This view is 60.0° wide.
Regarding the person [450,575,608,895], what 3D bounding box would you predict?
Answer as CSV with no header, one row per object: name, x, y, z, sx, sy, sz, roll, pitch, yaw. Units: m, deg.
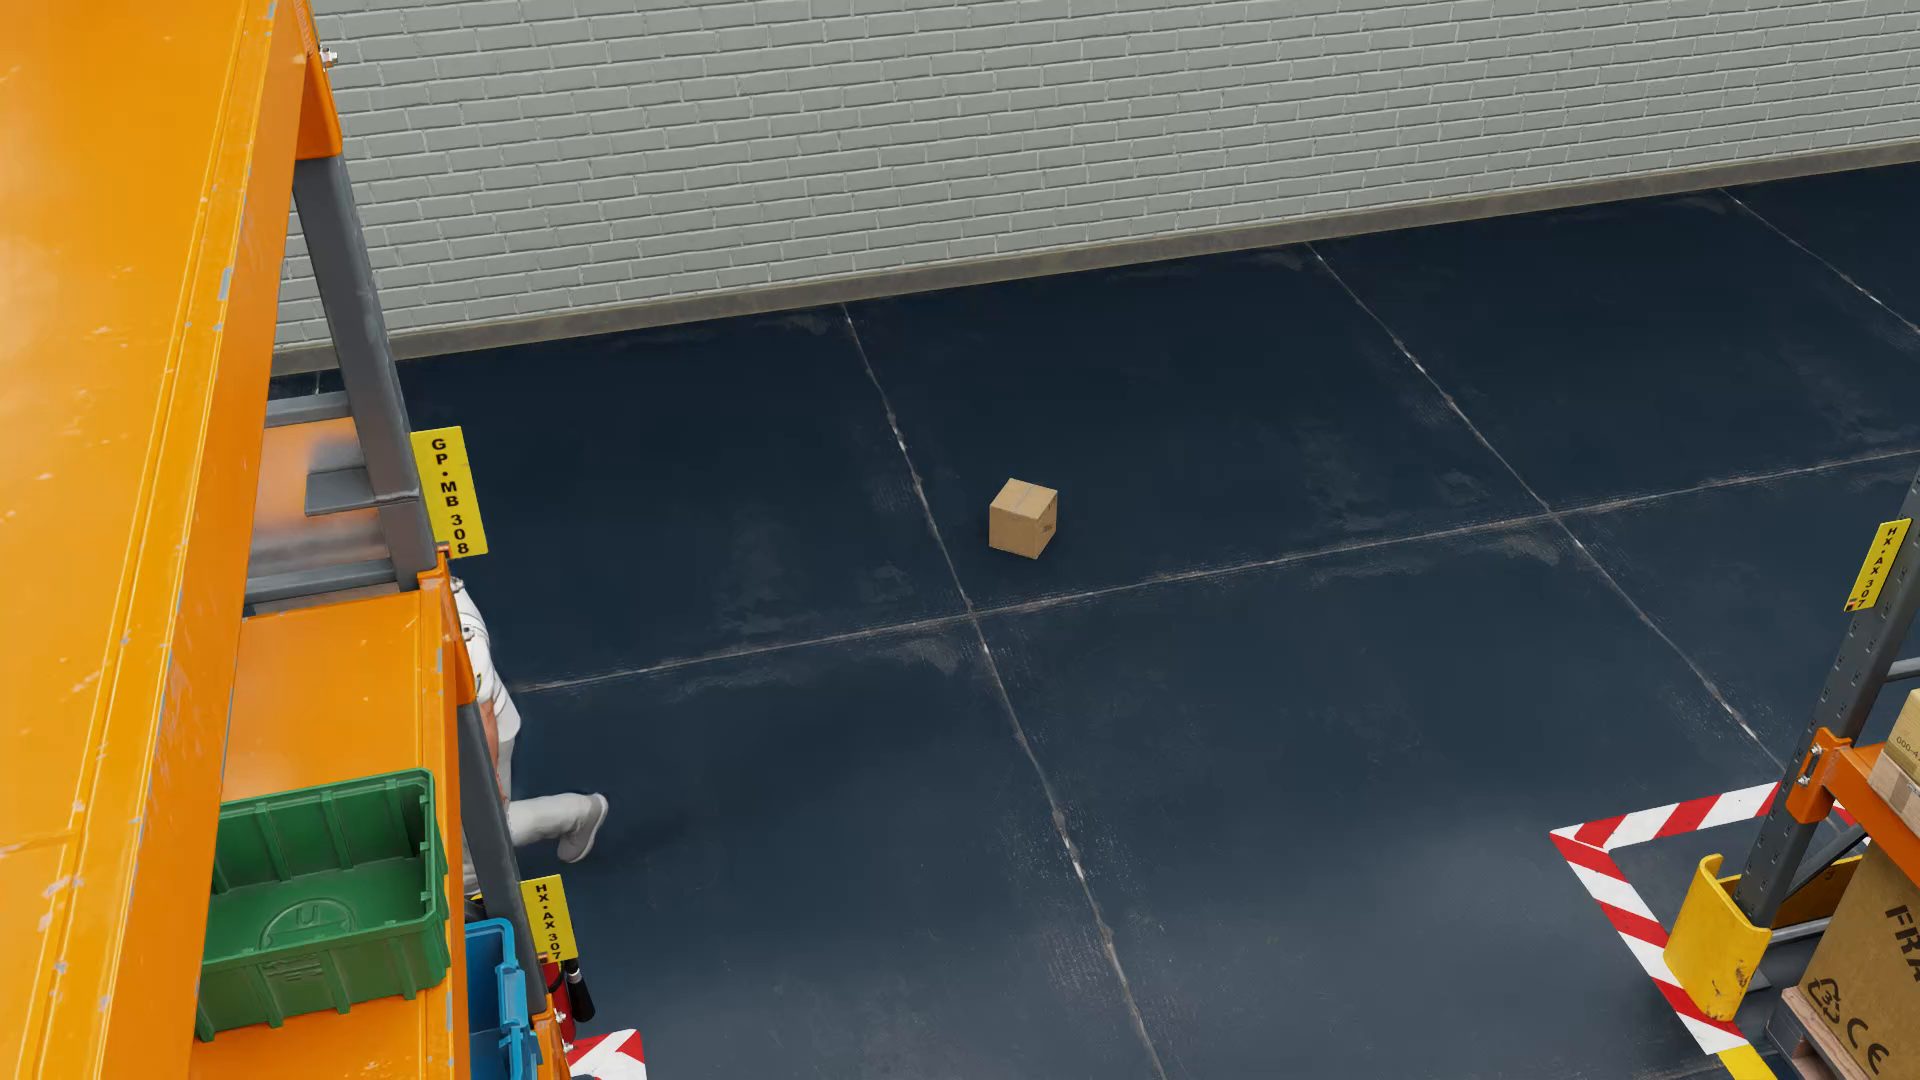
person,-1.719,0.646,5.837,0.766,1.744,0.555,-24,44,-27
